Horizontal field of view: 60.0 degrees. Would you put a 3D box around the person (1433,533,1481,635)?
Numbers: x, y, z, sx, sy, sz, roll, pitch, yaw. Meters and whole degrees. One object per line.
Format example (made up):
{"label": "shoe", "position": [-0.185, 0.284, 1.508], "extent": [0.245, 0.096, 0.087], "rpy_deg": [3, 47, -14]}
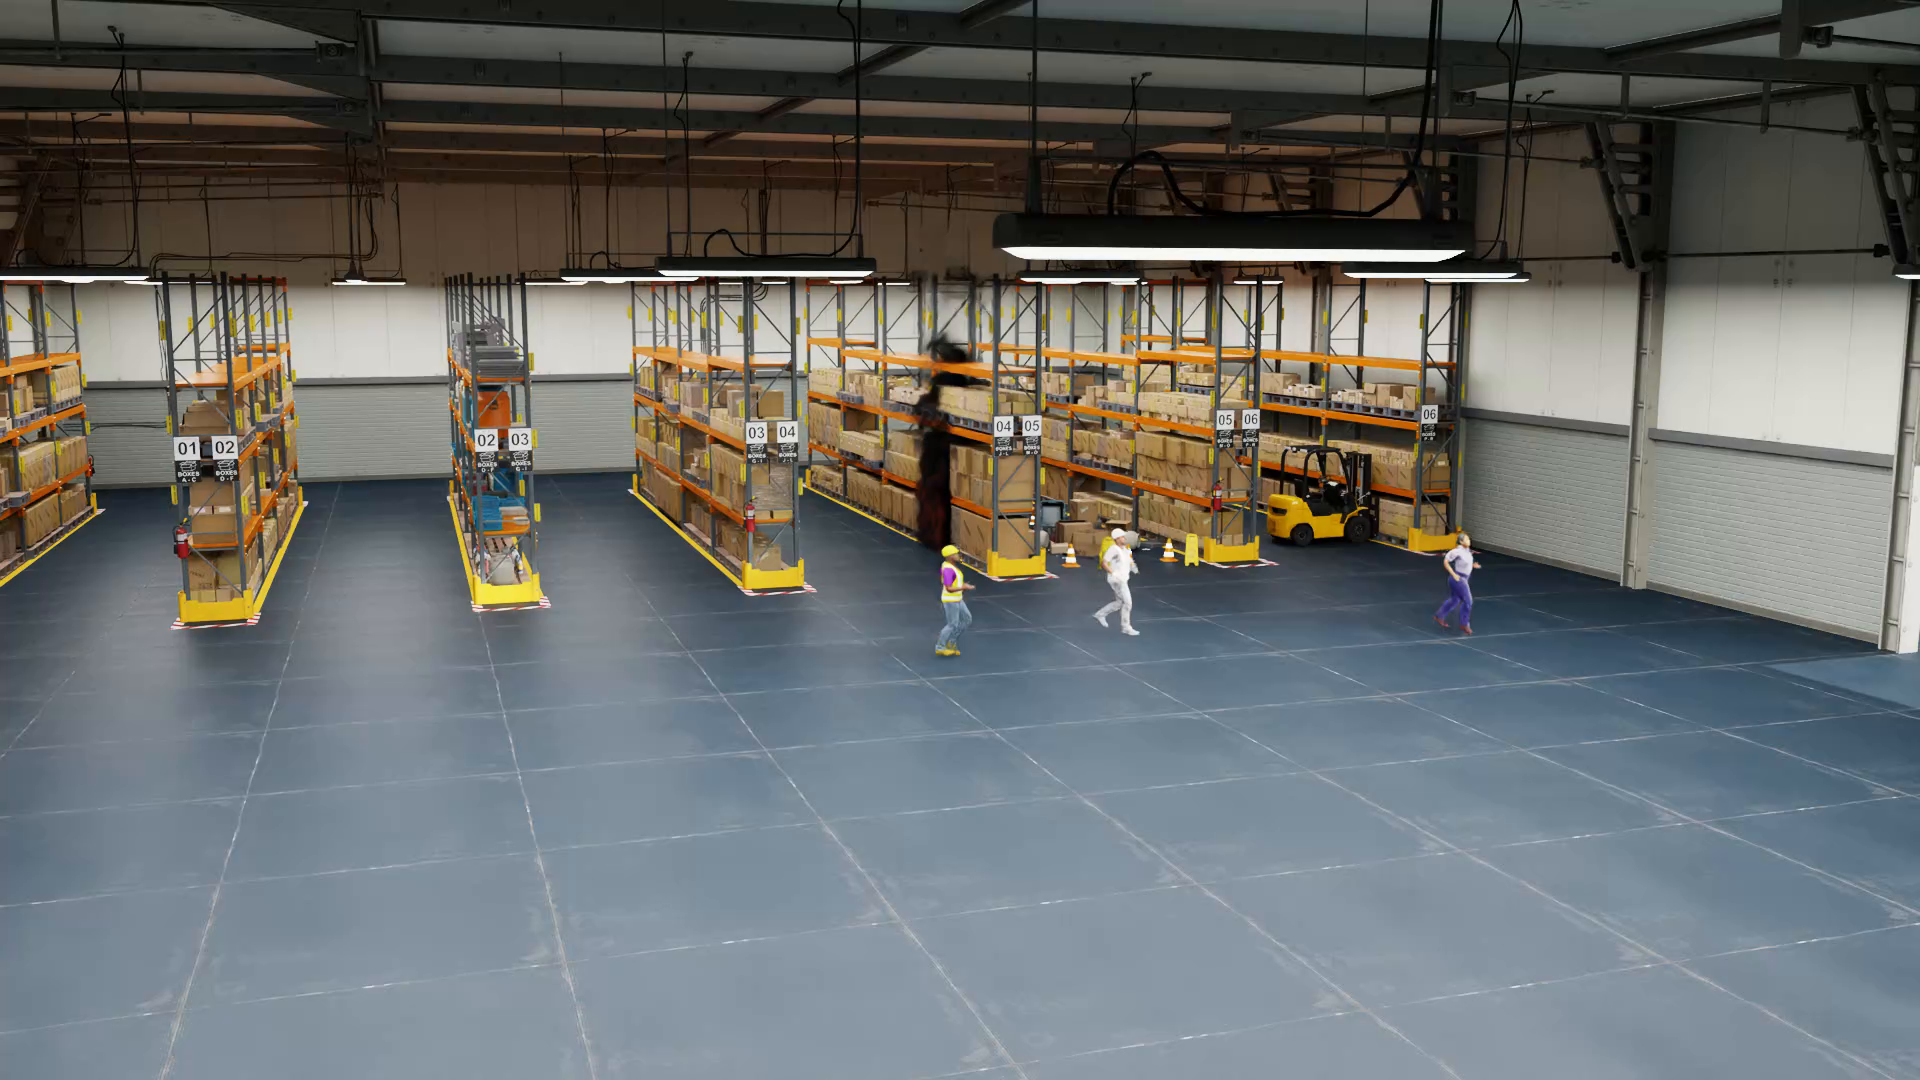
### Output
{"label": "person", "position": [8.348, 0.726, 27.923], "extent": [0.739, 1.685, 0.596], "rpy_deg": [5, 10, 29]}

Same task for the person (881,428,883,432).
{"label": "person", "position": [-2.189, -2.404, 48.497], "extent": [0.697, 1.699, 0.581], "rpy_deg": [-5, 10, -30]}

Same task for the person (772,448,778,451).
{"label": "person", "position": [-5.425, -2.435, 49.030], "extent": [0.782, 1.536, 1.086], "rpy_deg": [6, 11, 35]}

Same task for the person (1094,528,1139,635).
{"label": "person", "position": [2.605, 0.685, 27.668], "extent": [0.804, 1.775, 0.688], "rpy_deg": [3, 9, 18]}

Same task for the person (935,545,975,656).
{"label": "person", "position": [-0.070, 0.959, 25.961], "extent": [0.649, 1.772, 0.677], "rpy_deg": [1, 9, 9]}
